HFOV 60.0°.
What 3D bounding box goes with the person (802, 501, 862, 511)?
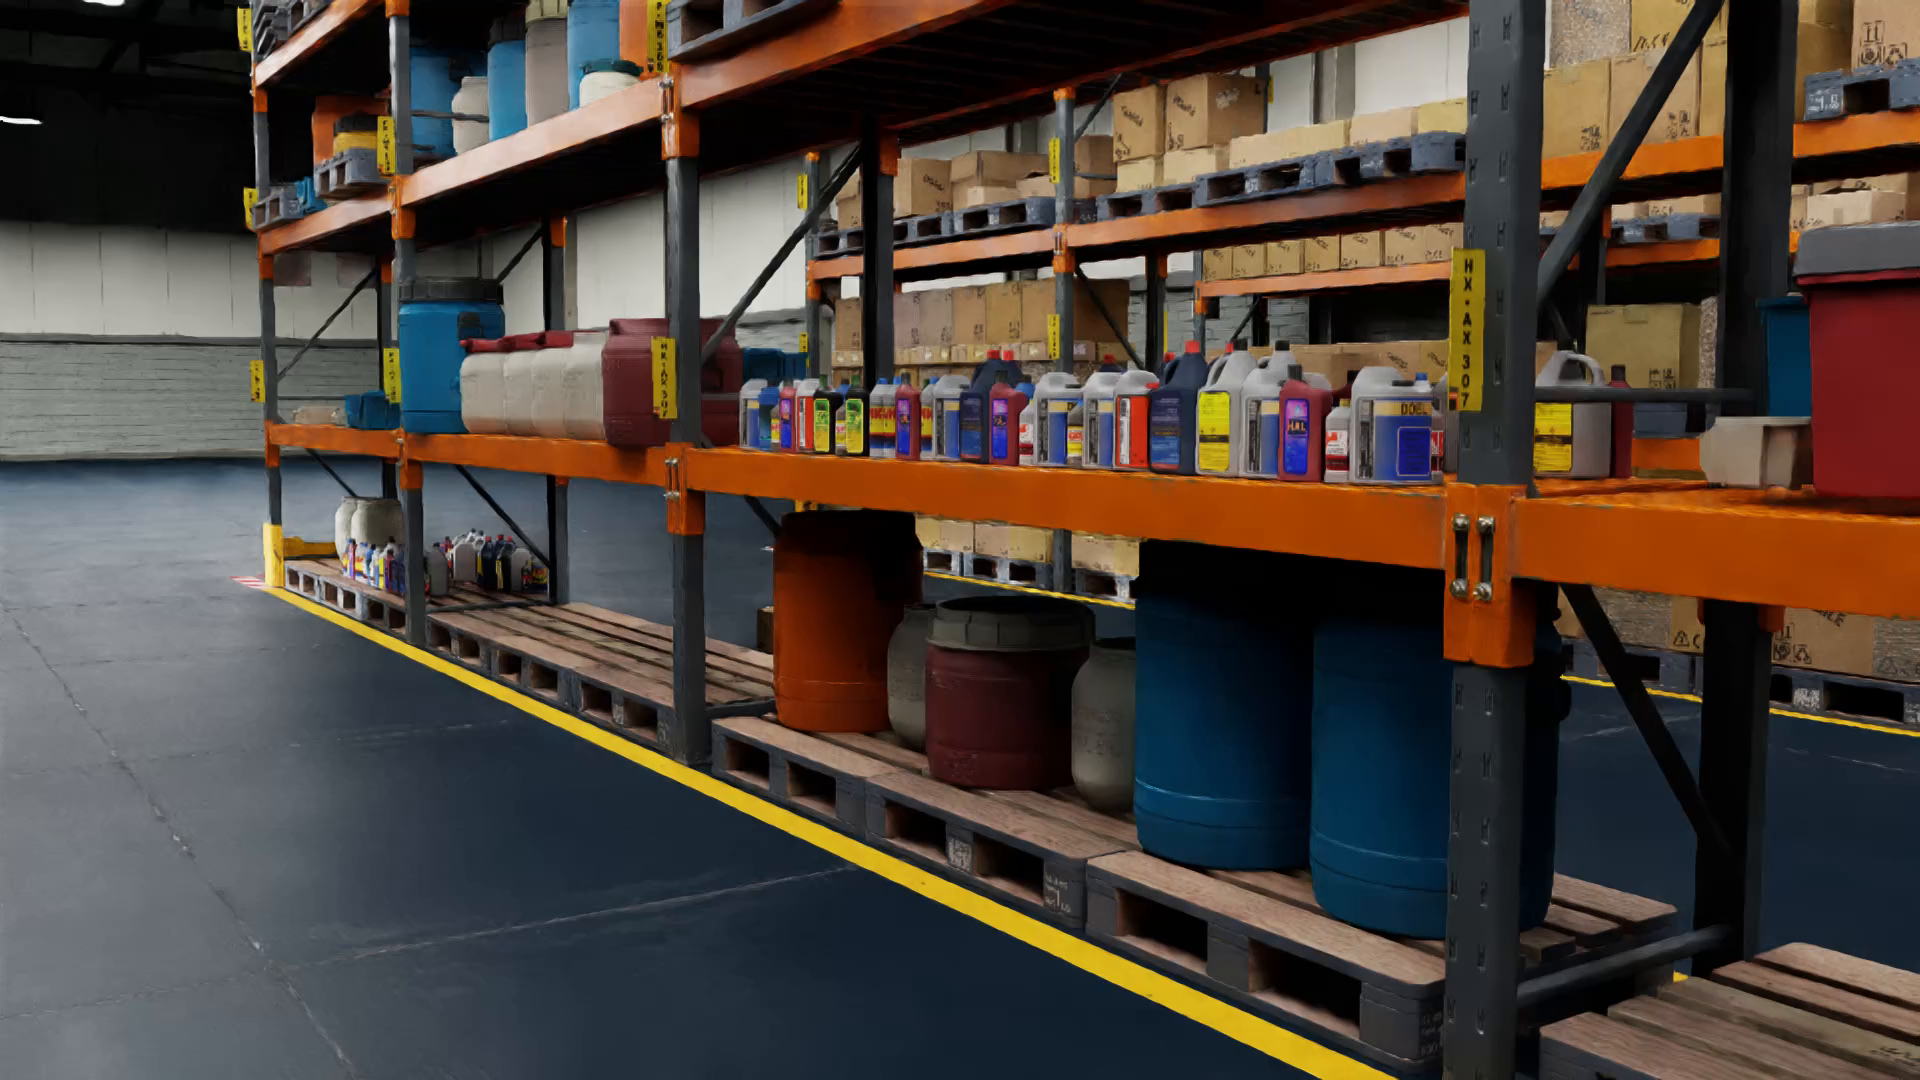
[{"bbox_3d":[-0.627,-0.048,9.067,0.584,1.566,0.441,-5,7,-43],"label":"person"}]
